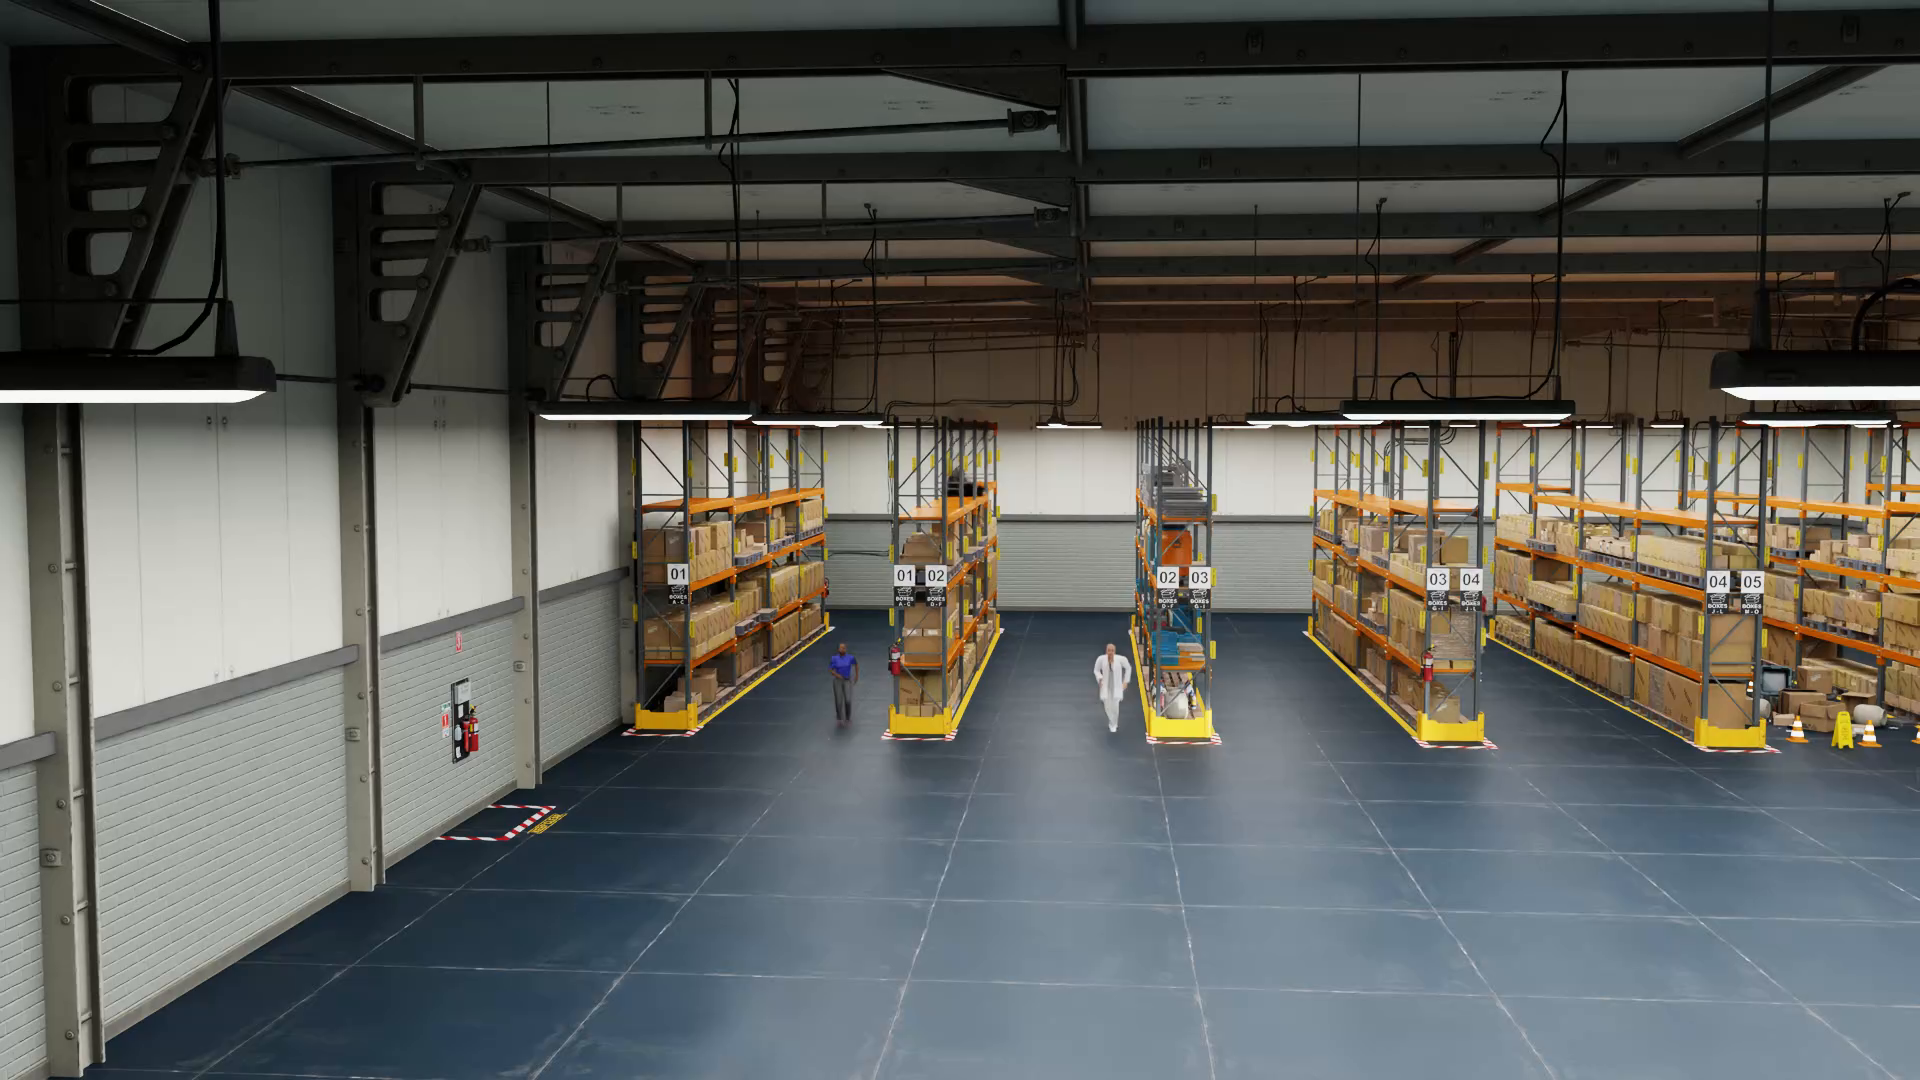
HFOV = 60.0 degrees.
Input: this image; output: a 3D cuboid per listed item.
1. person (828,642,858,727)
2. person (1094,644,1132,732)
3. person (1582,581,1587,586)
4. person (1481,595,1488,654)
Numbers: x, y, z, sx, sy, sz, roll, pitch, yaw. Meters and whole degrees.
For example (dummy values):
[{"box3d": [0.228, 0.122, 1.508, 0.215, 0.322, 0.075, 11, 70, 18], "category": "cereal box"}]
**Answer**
[{"box3d": [-2.264, 2.862, 32.199, 0.547, 1.589, 0.684, 0, 4, -7], "category": "person"}, {"box3d": [2.901, 2.821, 31.699, 0.713, 1.703, 0.706, 1, 4, 10], "category": "person"}, {"box3d": [16.551, 1.954, 44.167, 0.635, 1.735, 0.650, 0, 4, 5], "category": "person"}, {"box3d": [13.338, 2.029, 42.993, 0.668, 1.714, 0.988, 0, 4, 4], "category": "person"}]
